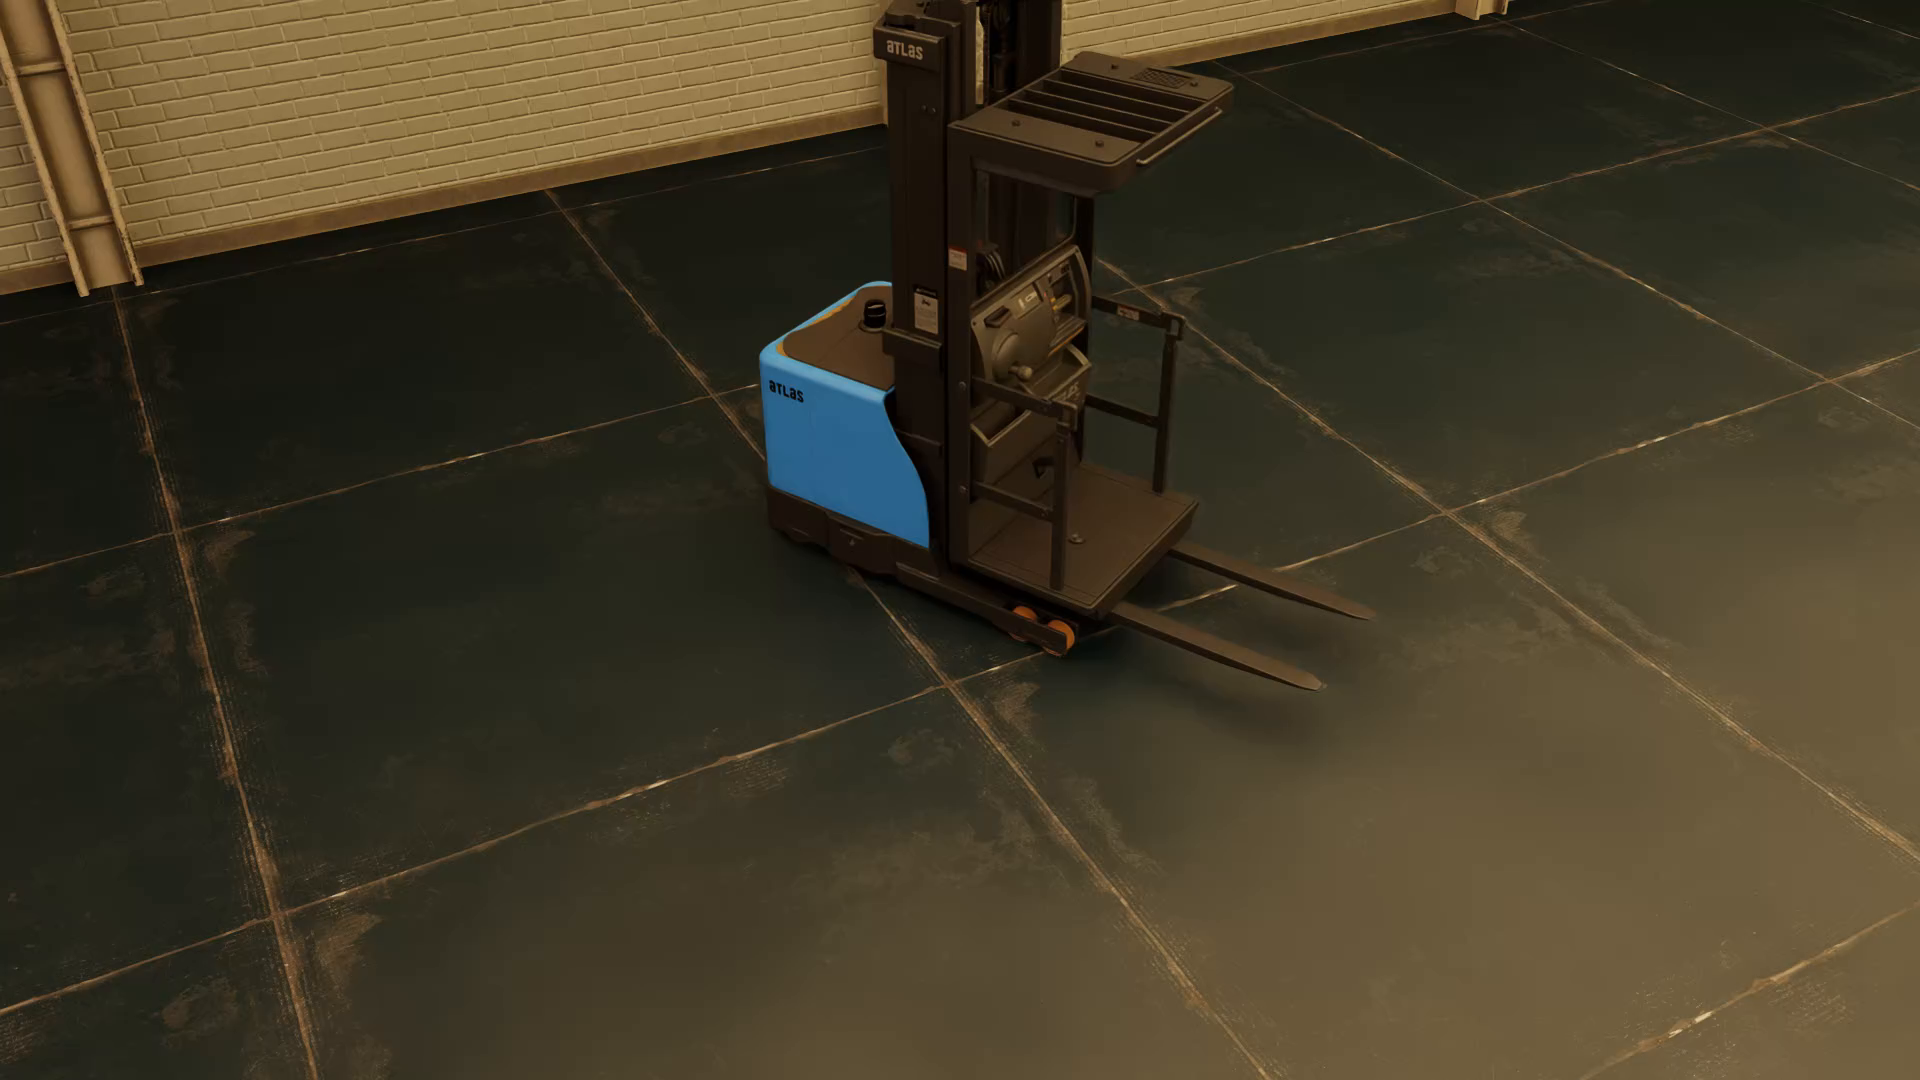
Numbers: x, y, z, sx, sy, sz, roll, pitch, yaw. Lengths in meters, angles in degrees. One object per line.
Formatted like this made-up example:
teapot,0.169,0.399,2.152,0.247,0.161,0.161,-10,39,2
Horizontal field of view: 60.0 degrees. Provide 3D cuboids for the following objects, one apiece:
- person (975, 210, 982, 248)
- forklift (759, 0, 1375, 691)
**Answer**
person,0.088,-1.556,9.595,0.658,1.456,0.985,-8,36,-11
forklift,0.506,-1.000,7.537,3.031,2.935,1.130,21,40,27
